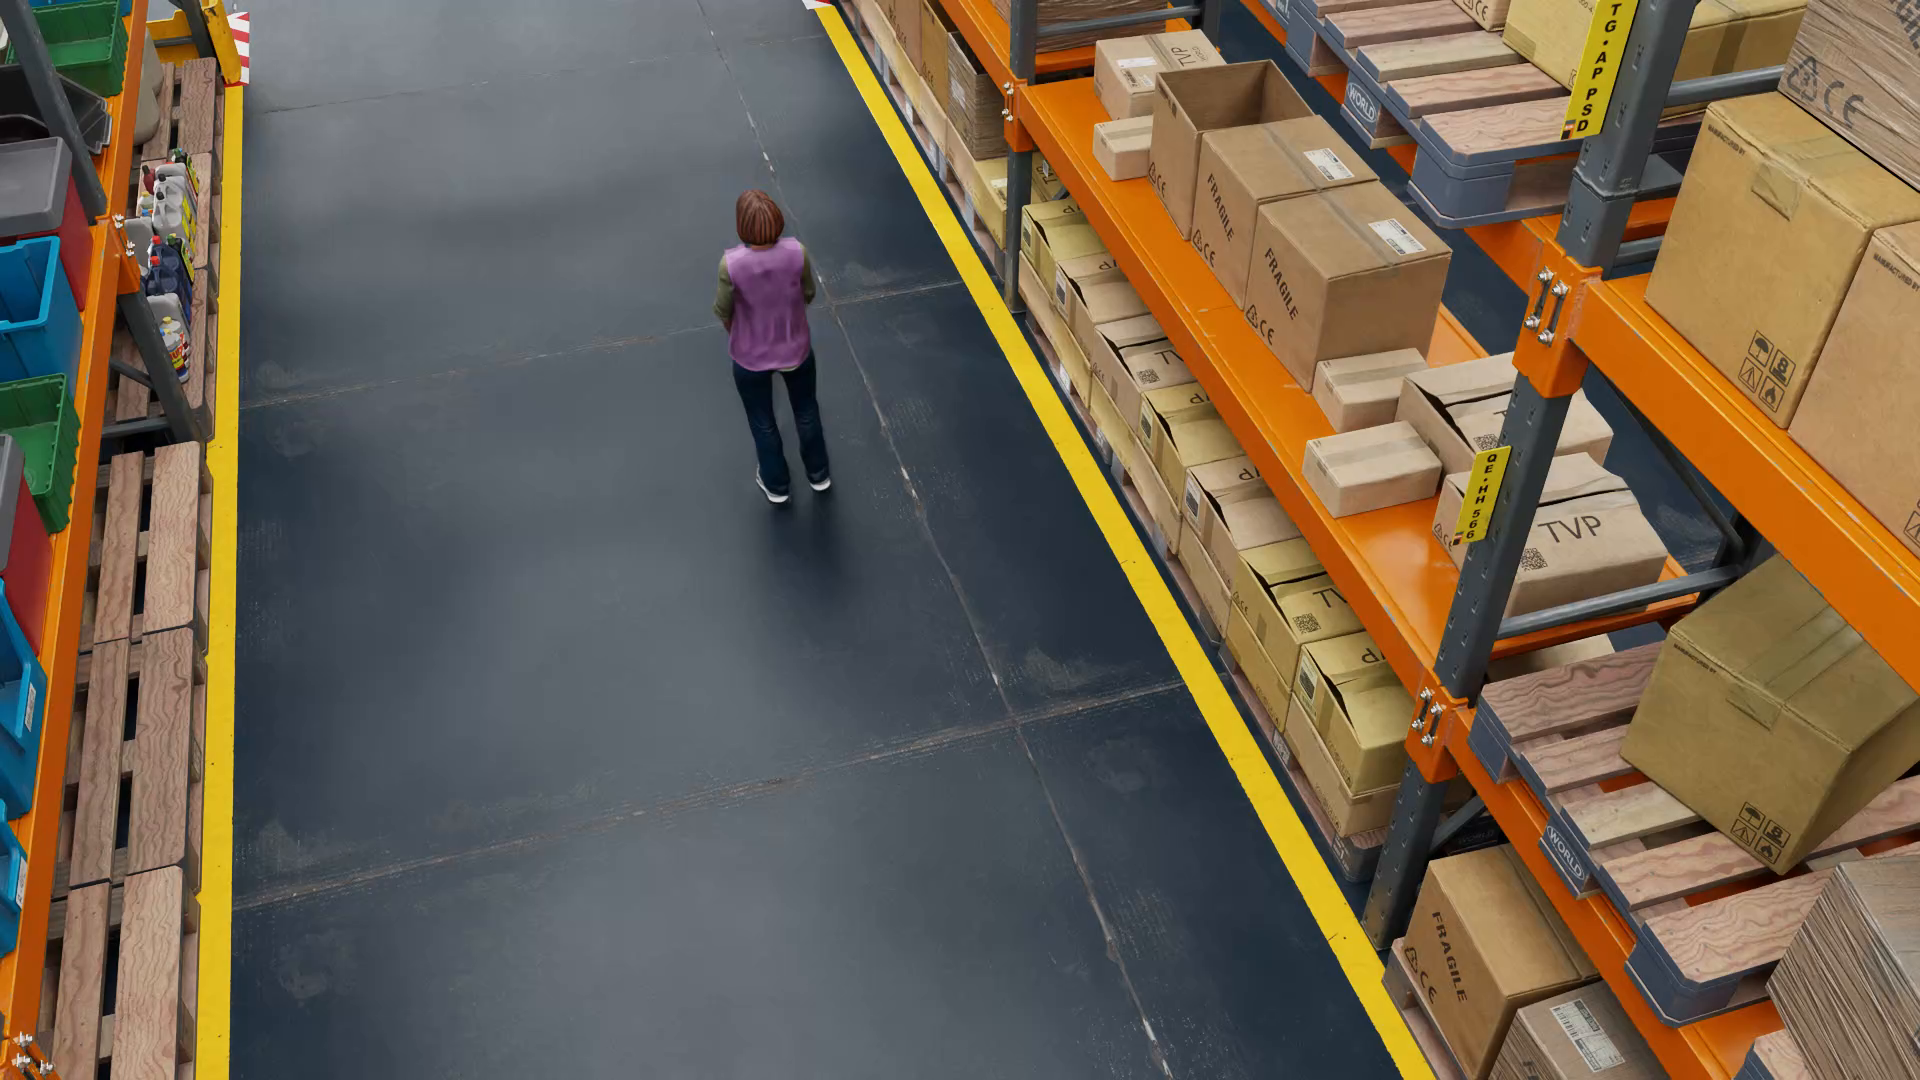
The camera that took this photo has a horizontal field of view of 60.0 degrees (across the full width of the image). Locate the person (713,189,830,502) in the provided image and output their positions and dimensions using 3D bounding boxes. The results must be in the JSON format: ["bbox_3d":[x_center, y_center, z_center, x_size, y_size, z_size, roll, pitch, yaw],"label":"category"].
[{"bbox_3d":[-0.801,-0.828,7.058,0.454,1.600,0.417,-11,44,-11],"label":"person"}]
